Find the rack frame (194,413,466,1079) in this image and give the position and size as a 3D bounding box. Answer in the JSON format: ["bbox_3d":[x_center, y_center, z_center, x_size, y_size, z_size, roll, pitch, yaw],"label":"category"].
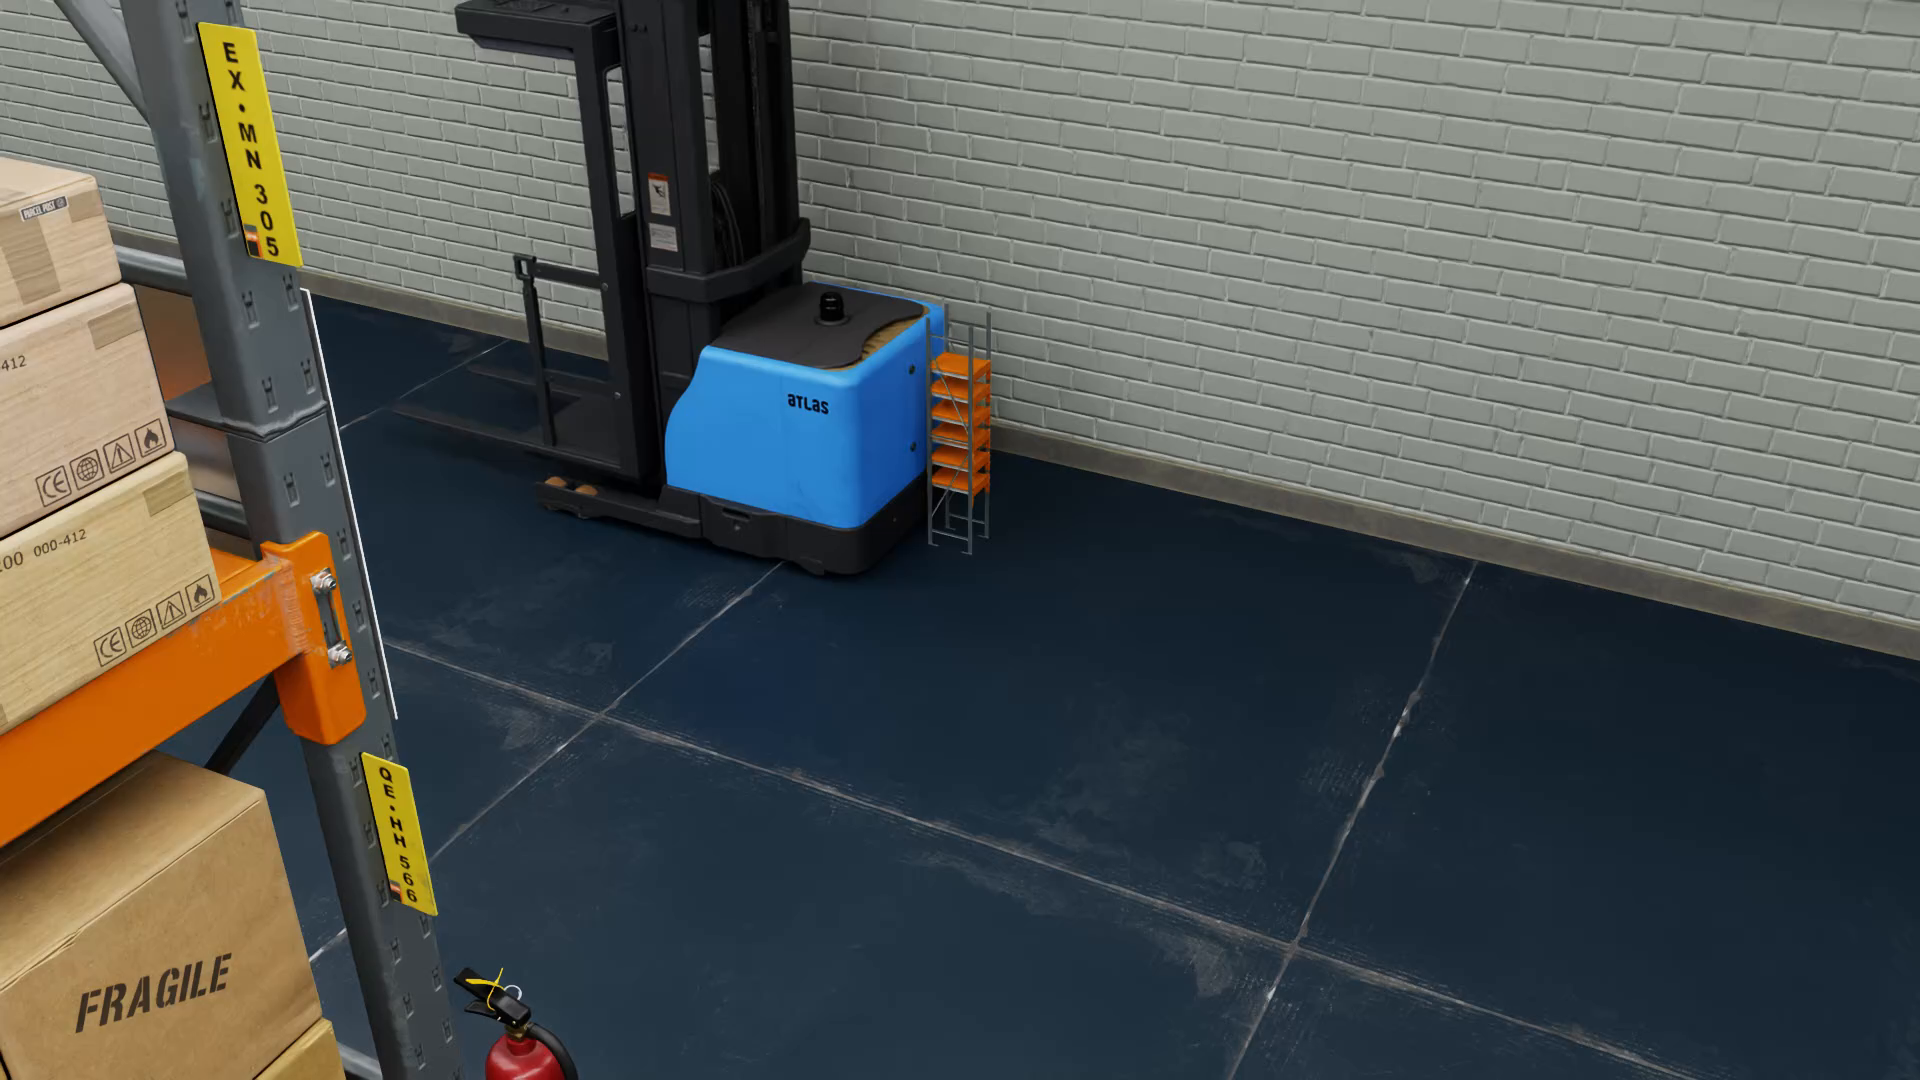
[{"bbox_3d":[-1.451,1.015,3.470,1.000,3.000,0.127,14,33,23],"label":"rack frame"}]

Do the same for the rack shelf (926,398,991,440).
[{"bbox_3d":[-0.007,-0.579,7.902,0.258,0.103,0.180,14,33,23],"label":"rack shelf"}]

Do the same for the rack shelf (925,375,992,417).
[{"bbox_3d":[-0.007,-0.683,7.843,0.258,0.103,0.180,14,33,23],"label":"rack shelf"}]

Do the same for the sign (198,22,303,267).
[{"bbox_3d":[-0.966,-0.535,2.268,0.100,0.325,0.005,14,33,23],"label":"sign"}]

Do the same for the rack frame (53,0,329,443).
[{"bbox_3d":[-1.451,-1.586,1.976,1.000,3.000,0.127,14,33,23],"label":"rack frame"}]

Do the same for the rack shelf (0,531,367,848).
[{"bbox_3d":[-2.362,0.913,1.358,1.077,0.370,4.000,14,33,23],"label":"rack shelf"}]

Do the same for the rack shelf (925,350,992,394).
[{"bbox_3d":[-0.007,-0.788,7.783,0.258,0.103,0.180,14,33,23],"label":"rack shelf"}]

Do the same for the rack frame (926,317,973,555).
[{"bbox_3d":[-0.048,-0.473,7.869,0.240,1.200,0.006,14,33,23],"label":"rack frame"}]

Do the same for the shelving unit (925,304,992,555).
[{"bbox_3d":[-0.007,-0.514,7.940,0.258,1.200,0.189,14,33,23],"label":"shelving unit"}]

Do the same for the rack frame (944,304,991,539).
[{"bbox_3d":[0.035,-0.554,8.011,0.240,1.200,0.006,14,33,23],"label":"rack frame"}]

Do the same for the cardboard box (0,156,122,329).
[{"bbox_3d":[-1.340,-0.396,2.164,0.380,0.149,0.250,14,33,23],"label":"cardboard box"}]

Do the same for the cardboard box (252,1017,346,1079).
[{"bbox_3d":[-1.426,1.101,2.922,0.500,0.500,0.500,15,33,24],"label":"cardboard box"}]

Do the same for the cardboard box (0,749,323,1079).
[{"bbox_3d":[-1.438,0.669,2.670,0.500,0.500,0.500,14,33,22],"label":"cardboard box"}]

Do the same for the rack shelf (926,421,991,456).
[{"bbox_3d":[-0.007,-0.475,7.962,0.258,0.103,0.180,14,33,23],"label":"rack shelf"}]

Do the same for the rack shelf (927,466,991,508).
[{"bbox_3d":[-0.007,-0.267,8.082,0.258,0.103,0.180,14,33,23],"label":"rack shelf"}]

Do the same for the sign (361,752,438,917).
[{"bbox_3d":[-0.966,0.511,2.868,0.100,0.325,0.005,14,33,23],"label":"sign"}]

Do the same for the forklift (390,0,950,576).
[{"bbox_3d":[-1.600,-1.599,8.091,3.031,2.935,1.130,14,33,23],"label":"forklift"}]

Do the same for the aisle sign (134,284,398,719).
[{"bbox_3d":[-1.150,-0.076,2.760,0.394,0.787,0.004,14,33,23],"label":"aisle sign"}]

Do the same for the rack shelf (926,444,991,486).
[{"bbox_3d":[-0.007,-0.371,8.022,0.258,0.103,0.180,14,33,23],"label":"rack shelf"}]

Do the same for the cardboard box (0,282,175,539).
[{"bbox_3d":[-1.434,-0.175,2.180,0.500,0.250,0.500,13,32,22],"label":"cardboard box"}]

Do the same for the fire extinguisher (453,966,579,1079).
[{"bbox_3d":[-0.925,1.204,3.594,0.296,0.674,0.183,14,33,23],"label":"fire extinguisher"}]

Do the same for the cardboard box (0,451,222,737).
[{"bbox_3d":[-1.422,0.041,2.305,0.500,0.250,0.500,14,33,22],"label":"cardboard box"}]
